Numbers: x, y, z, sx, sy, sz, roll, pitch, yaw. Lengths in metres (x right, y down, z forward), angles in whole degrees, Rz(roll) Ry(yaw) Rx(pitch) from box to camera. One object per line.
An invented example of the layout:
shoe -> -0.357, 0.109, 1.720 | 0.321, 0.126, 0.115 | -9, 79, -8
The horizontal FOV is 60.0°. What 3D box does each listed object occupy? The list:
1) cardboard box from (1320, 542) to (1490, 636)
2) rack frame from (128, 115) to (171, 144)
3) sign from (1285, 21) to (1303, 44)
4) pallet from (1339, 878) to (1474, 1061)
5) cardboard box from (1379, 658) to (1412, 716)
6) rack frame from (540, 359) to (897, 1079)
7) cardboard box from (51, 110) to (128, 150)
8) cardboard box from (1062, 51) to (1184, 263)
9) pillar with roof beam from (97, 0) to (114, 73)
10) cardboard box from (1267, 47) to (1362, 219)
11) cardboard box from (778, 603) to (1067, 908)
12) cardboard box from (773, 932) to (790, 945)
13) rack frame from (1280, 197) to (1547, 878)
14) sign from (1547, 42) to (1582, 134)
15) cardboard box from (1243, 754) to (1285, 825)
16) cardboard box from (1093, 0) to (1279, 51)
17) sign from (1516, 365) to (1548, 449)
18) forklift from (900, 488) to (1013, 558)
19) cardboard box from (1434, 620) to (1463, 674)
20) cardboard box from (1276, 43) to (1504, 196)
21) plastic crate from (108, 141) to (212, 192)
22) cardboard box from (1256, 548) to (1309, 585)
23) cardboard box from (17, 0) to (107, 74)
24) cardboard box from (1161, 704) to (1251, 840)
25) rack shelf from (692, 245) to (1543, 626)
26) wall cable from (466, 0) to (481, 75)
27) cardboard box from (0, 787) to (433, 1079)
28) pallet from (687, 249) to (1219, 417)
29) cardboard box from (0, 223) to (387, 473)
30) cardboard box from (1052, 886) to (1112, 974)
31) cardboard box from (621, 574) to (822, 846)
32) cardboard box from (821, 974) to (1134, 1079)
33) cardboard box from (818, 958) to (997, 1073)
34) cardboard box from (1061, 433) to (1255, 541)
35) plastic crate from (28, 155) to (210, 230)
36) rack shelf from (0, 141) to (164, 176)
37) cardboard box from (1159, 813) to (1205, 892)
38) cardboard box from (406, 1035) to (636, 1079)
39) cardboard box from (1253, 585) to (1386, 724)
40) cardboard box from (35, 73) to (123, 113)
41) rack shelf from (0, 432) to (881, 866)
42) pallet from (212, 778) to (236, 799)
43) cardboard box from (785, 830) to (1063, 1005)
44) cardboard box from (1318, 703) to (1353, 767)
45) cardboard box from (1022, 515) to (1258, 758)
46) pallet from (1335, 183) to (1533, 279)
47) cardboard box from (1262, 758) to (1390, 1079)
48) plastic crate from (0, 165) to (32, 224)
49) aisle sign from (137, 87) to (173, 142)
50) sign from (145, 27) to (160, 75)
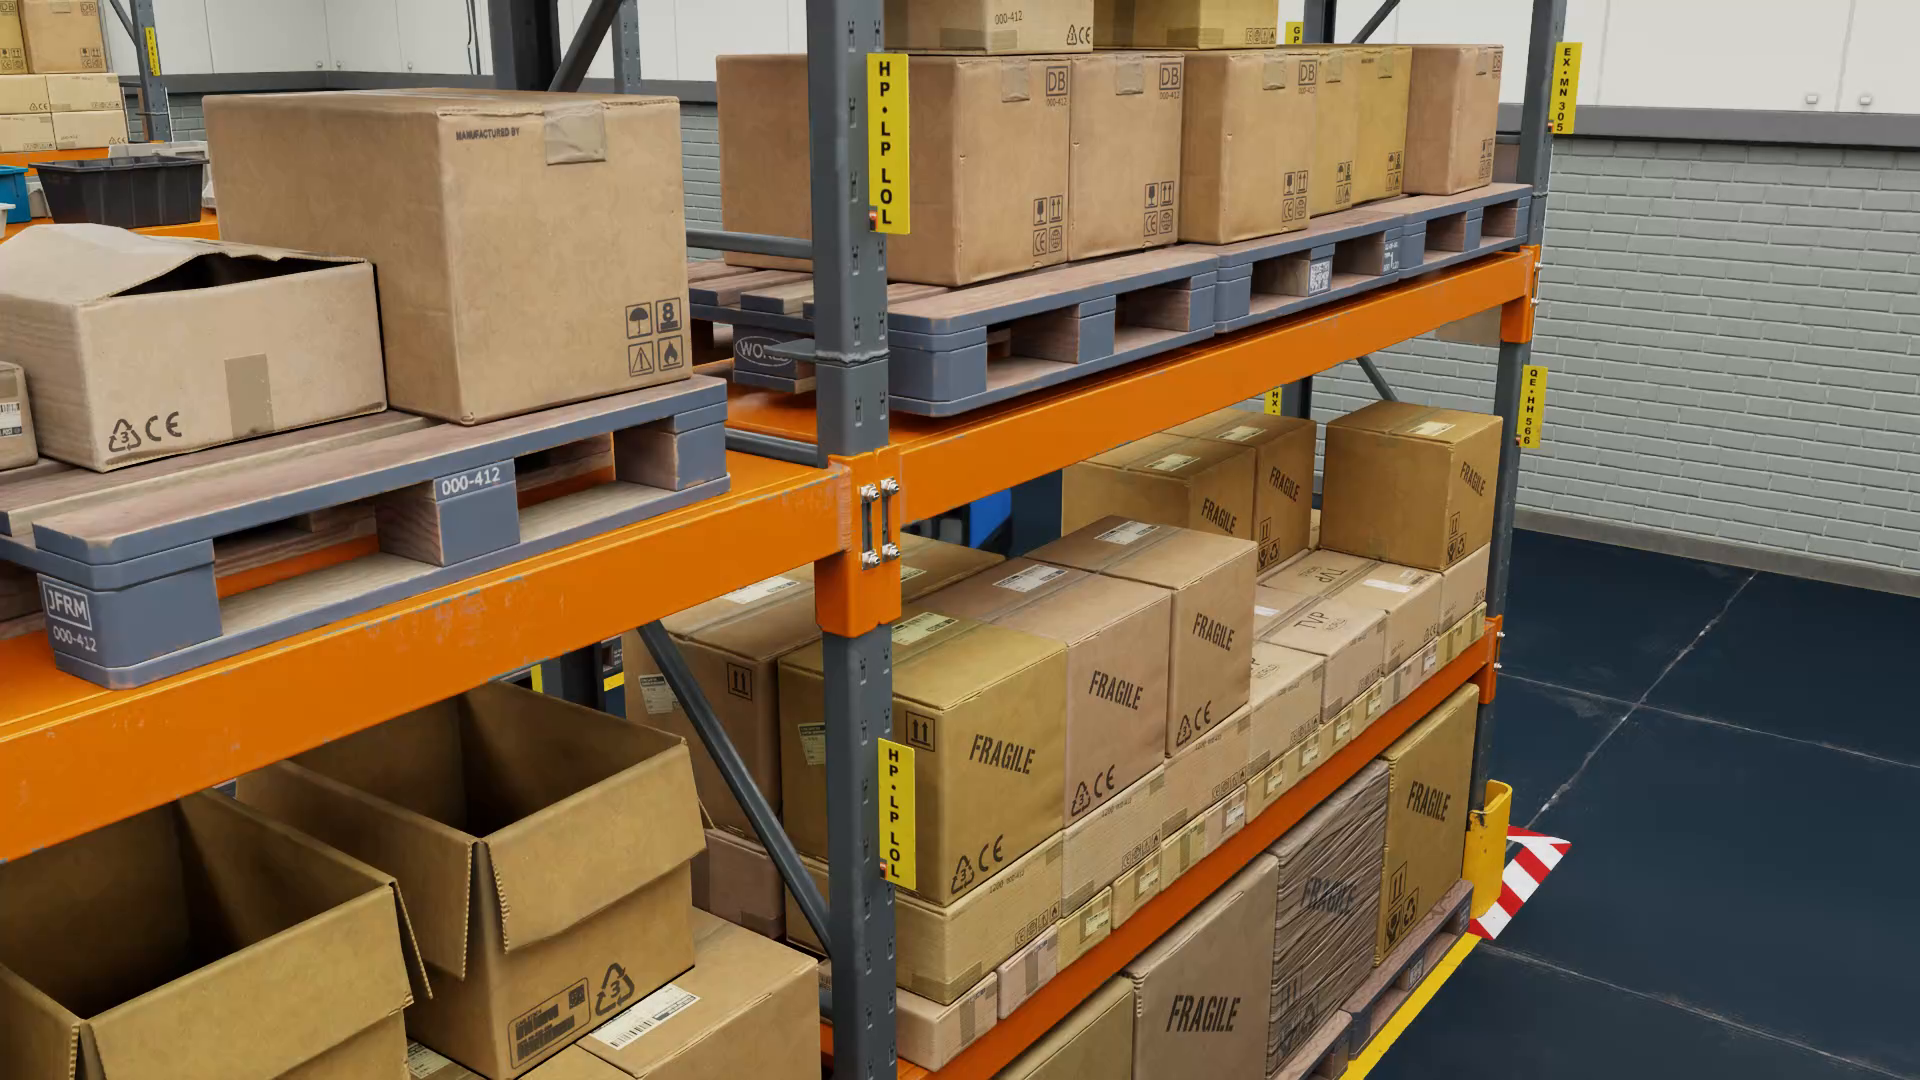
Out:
cardboard box -> 1.730, 0.139, 6.490 | 0.500, 0.250, 0.500 | 12, 21, 34
rack frame -> -6.148, -1.704, 12.674 | 1.000, 3.000, 0.127 | 12, 21, 35
sign -> 1.364, -1.940, 6.769 | 0.100, 0.325, 0.005 | 12, 21, 35
pallet -> 1.392, 1.583, 6.790 | 1.003, 0.211, 1.213 | 12, 21, 35
cardboard box -> 1.404, 0.491, 6.027 | 0.380, 0.149, 0.250 | 13, 21, 36
rack frame -> -0.577, 1.000, 3.967 | 1.000, 3.000, 0.127 | 12, 21, 35
cardboard box -> -6.242, -2.896, 11.708 | 0.500, 0.250, 0.500 | 12, 21, 35
cardboard box -> 0.165, -1.053, 4.474 | 0.700, 0.500, 0.500 | 14, 22, 37
pillar with roof beam -> -5.757, -5.479, 14.714 | 9.100, 9.000, 0.400 | 12, 21, 35
cardboard box -> 0.838, -1.304, 5.281 | 0.700, 0.500, 0.500 | 11, 20, 31
cardboard box -> -0.087, 0.502, 4.055 | 0.500, 0.500, 0.500 | 12, 21, 35
cardboard box -> -0.659, 0.989, 4.424 | 0.380, 0.149, 0.250 | 13, 21, 35
rack frame -> 1.806, 0.047, 7.035 | 1.000, 3.000, 0.127 | 12, 21, 35
sign -> 2.234, -1.671, 6.151 | 0.100, 0.325, 0.005 | 12, 21, 35
cardboard box -> 0.794, 0.736, 5.238 | 0.380, 0.149, 0.250 | 12, 21, 33
cardboard box -> 0.594, -1.560, 4.843 | 0.500, 0.250, 0.500 | 12, 21, 33
sign -> 2.234, -0.520, 6.508 | 0.100, 0.325, 0.005 | 12, 21, 35
forklift -> -0.545, -0.933, 10.307 | 1.130, 2.935, 3.031 | 5, 18, 16
cardboard box -> 1.705, 0.372, 6.411 | 0.380, 0.149, 0.250 | 13, 21, 35
cardboard box -> 1.539, -1.548, 6.068 | 0.700, 0.500, 0.500 | 11, 20, 31
plastic crate -> -3.740, -1.731, 7.901 | 0.437, 0.282, 0.530 | 12, 21, 35
cardboard box -> 0.999, 0.168, 6.396 | 0.500, 0.250, 0.500 | 12, 21, 34
cardboard box -> -6.441, -3.537, 11.663 | 0.700, 0.500, 0.500 | 12, 21, 35
cardboard box -> 0.517, 0.622, 4.935 | 0.500, 0.250, 0.500 | 13, 22, 36
rack shelf -> 0.614, -0.566, 5.162 | 1.077, 0.370, 4.000 | 12, 21, 35
wall cable -> -6.471, -5.245, 19.196 | 3.097, 2.526, 0.112 | 12, 21, 35
cardboard box -> -1.370, 0.788, 2.789 | 0.797, 0.503, 0.637 | 13, 21, 35
pallet -> -0.081, -0.583, 4.157 | 1.003, 0.211, 1.213 | 12, 21, 35
cardboard box -> -1.303, -0.345, 2.683 | 0.500, 0.311, 0.500 | 12, 21, 33
cardboard box -> 0.179, 0.983, 4.445 | 0.380, 0.149, 0.250 | 13, 22, 36
cardboard box -> -0.518, 0.414, 4.338 | 0.500, 0.500, 0.500 | 13, 22, 36
cardboard box -> -0.120, 1.671, 4.680 | 0.875, 0.875, 0.875 | 12, 21, 35
cardboard box -> -0.134, 1.108, 4.042 | 0.380, 0.149, 0.250 | 12, 21, 35
cardboard box -> 0.701, -0.071, 5.903 | 0.500, 0.500, 0.500 | 12, 21, 33
plastic crate -> -3.595, -1.493, 7.156 | 0.497, 0.269, 0.590 | 12, 21, 35
rack shelf -> -7.339, -2.317, 10.802 | 1.077, 0.370, 4.000 | 12, 21, 35
cardboard box -> 0.487, 0.859, 4.844 | 0.380, 0.149, 0.250 | 12, 21, 34
cardboard box -> -0.937, 1.228, 3.062 | 0.500, 0.500, 0.500 | 13, 22, 36
cardboard box -> 1.125, 0.381, 5.711 | 0.500, 0.250, 0.500 | 12, 21, 33
cardboard box -> -6.249, -3.137, 11.639 | 0.500, 0.250, 0.500 | 12, 21, 35
rack shelf -> -1.769, 0.387, 2.095 | 1.077, 0.370, 4.000 | 12, 21, 35
pallet -> -4.148, 1.274, 7.785 | 1.003, 0.211, 1.213 | 12, 21, 35
cardboard box -> -0.087, 0.864, 4.156 | 0.500, 0.250, 0.500 | 12, 21, 34
cardboard box -> 1.097, 0.615, 5.628 | 0.380, 0.149, 0.250 | 13, 21, 35
cardboard box -> 0.519, 0.262, 4.831 | 0.500, 0.500, 0.500 | 12, 21, 33
pallet -> 1.372, -1.165, 6.028 | 1.003, 0.211, 1.213 | 12, 21, 35
cardboard box -> 0.947, 1.244, 6.053 | 0.875, 0.875, 0.875 | 12, 21, 35
plastic crate -> -4.269, -1.501, 7.245 | 0.416, 0.233, 0.300 | 12, 21, 35
aisle sign -> -5.861, -2.908, 12.167 | 0.394, 0.787, 0.004 | 12, 21, 35
sign -> -5.714, -3.457, 11.767 | 0.100, 0.325, 0.005 | 12, 21, 35
